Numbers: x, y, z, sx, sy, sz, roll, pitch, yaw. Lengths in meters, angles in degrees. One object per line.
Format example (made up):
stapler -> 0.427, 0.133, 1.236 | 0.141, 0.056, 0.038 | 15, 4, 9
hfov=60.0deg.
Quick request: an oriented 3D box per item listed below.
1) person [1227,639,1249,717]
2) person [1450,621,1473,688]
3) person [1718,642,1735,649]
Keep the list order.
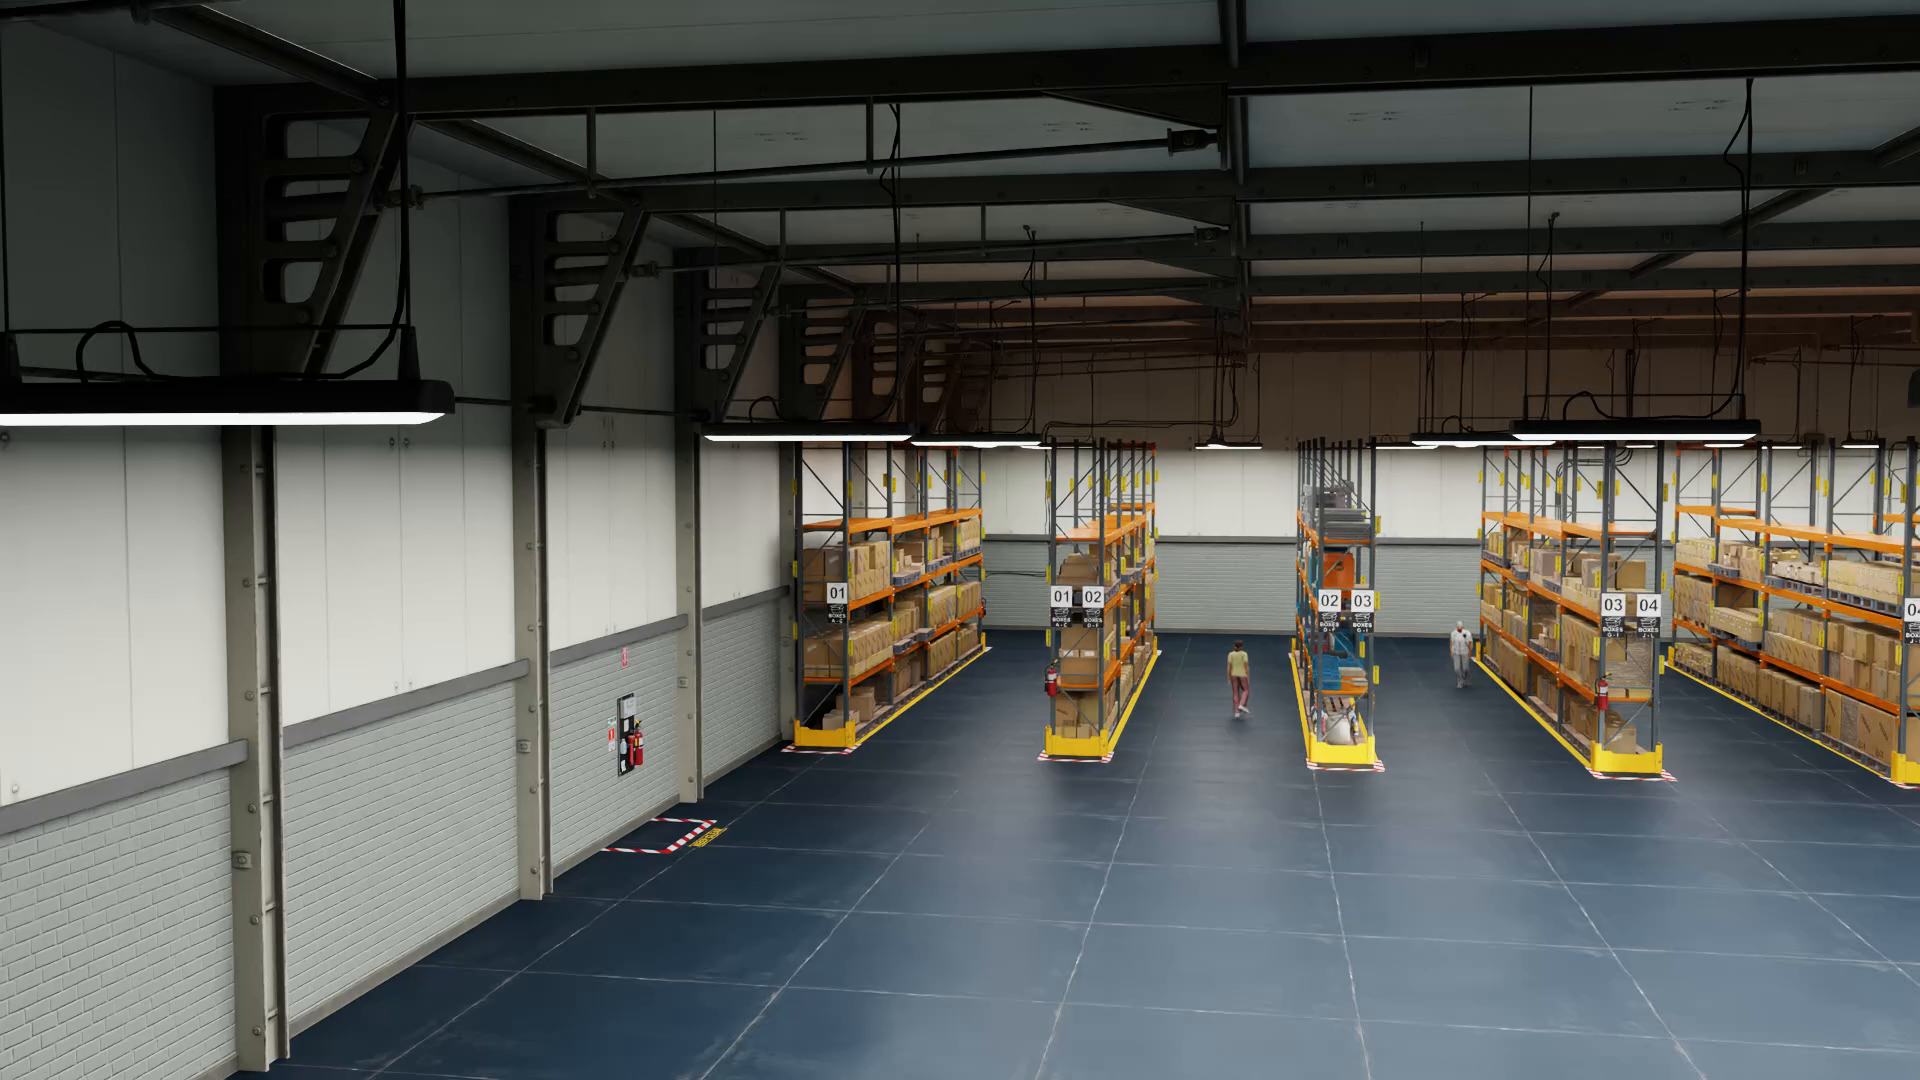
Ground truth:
person -> 6.029, 2.981, 35.976 | 0.490, 1.660, 0.471 | 1, 3, 20
person -> 12.215, 2.770, 40.489 | 0.539, 1.642, 0.623 | 1, 3, 26
person -> 21.994, 2.422, 47.736 | 0.433, 1.539, 0.949 | -2, 4, -33
